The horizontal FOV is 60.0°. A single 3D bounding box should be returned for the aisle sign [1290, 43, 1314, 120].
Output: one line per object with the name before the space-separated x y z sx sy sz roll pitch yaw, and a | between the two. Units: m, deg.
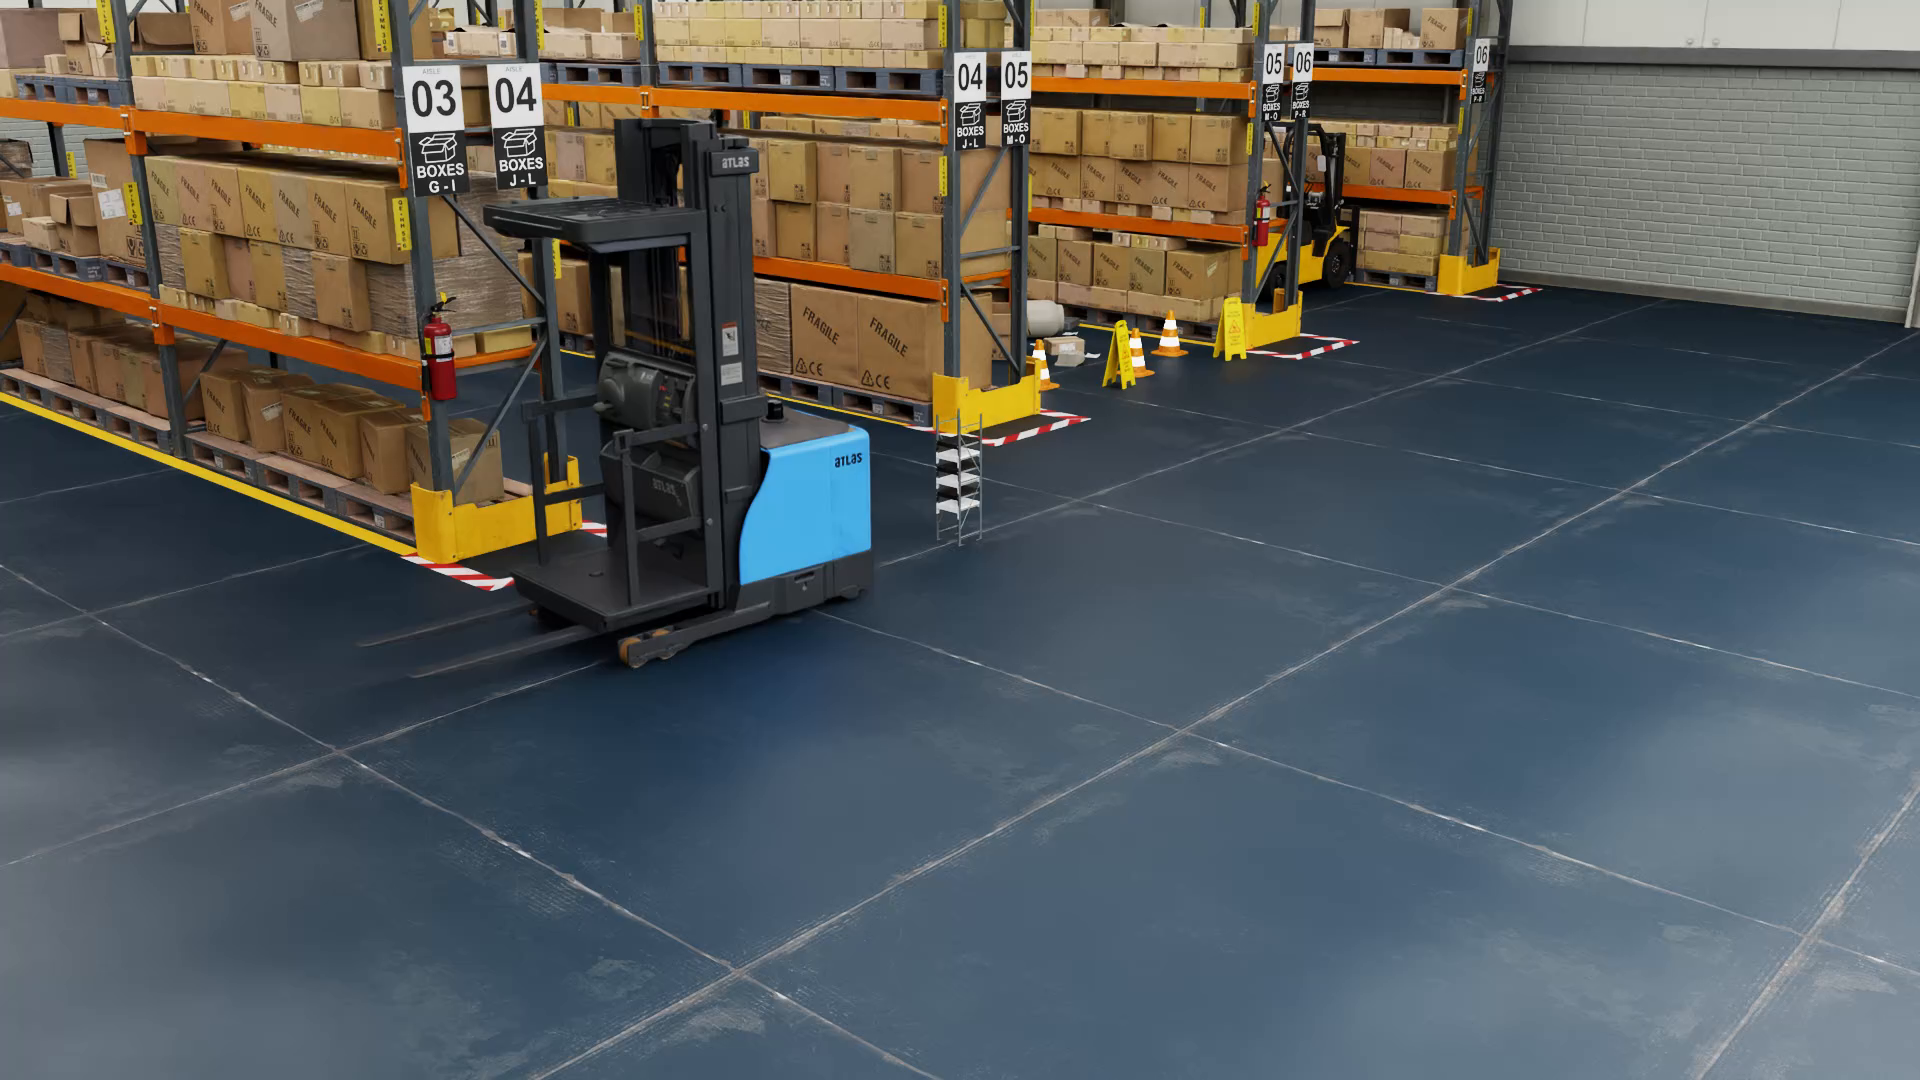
aisle sign | 3.695 -4.950 17.951 0.004 0.787 0.394 15 23 39

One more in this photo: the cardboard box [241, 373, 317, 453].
cardboard box | -5.421 -1.020 13.305 0.500 0.500 0.500 -10 20 -28

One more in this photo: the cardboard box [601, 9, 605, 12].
cardboard box | -5.833 -7.953 25.729 0.500 0.500 0.500 16 23 40

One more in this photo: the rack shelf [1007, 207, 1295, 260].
rack shelf | 1.947 -3.712 19.537 4.000 0.370 1.077 15 23 39

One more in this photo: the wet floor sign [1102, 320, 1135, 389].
wet floor sign | 1.568 -1.833 16.319 0.232 0.644 0.267 11 20 30

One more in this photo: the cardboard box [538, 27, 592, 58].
cardboard box | -4.216 -5.253 17.534 0.500 0.311 0.500 14 22 37

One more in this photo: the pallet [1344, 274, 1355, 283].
pallet | 5.226 -3.837 23.352 1.213 0.211 1.003 15 23 39

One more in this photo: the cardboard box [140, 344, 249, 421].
cardboard box | -6.572 -1.360 14.344 0.500 0.500 0.700 13 22 35

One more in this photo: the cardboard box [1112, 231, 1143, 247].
cardboard box | 1.969 -3.474 19.138 0.250 0.149 0.380 16 24 42

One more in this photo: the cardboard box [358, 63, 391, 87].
cardboard box | -3.667 -3.023 10.808 0.250 0.149 0.380 14 22 38

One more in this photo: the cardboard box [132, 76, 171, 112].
cardboard box | -5.961 -3.424 12.730 0.500 0.250 0.500 14 22 37

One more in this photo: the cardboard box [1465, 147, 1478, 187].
cardboard box | 6.548 -4.987 22.200 0.500 0.500 0.500 16 24 41

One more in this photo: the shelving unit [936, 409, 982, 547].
shelving unit | -0.006 -0.431 11.481 0.210 0.900 0.258 15 23 39

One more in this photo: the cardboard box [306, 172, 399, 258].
cardboard box | -4.089 -2.230 11.371 0.500 0.500 0.500 15 23 39

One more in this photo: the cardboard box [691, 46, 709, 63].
cardboard box | -2.332 -4.622 15.812 0.250 0.149 0.380 15 23 39

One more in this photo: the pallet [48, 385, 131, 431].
pallet | -7.627 -1.286 15.314 1.213 0.211 1.003 15 23 39

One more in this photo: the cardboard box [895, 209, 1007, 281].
cardboard box | -0.075 -2.648 14.750 0.550 0.550 0.875 15 23 39

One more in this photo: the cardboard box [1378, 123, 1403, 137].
cardboard box | 5.771 -5.455 22.113 0.250 0.149 0.380 15 23 40

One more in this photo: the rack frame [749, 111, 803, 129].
rack frame | -2.541 -5.259 23.224 0.127 3.000 1.000 15 23 39

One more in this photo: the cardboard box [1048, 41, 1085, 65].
cardboard box | 1.356 -5.601 19.098 0.500 0.250 0.500 15 23 40

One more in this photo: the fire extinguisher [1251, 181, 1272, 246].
fire extinguisher | 3.222 -3.489 17.774 0.183 0.674 0.296 15 23 39

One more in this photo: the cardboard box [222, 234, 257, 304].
cardboard box | -5.040 -2.113 12.654 0.500 0.500 0.875 15 23 39

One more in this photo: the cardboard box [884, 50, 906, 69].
cardboard box | -0.429 -4.111 14.204 0.250 0.149 0.380 15 23 40

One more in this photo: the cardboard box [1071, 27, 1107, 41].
cardboard box | 1.480 -5.760 18.940 0.250 0.149 0.380 15 23 38

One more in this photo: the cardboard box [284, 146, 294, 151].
cardboard box | -8.351 -4.996 21.133 0.250 0.149 0.380 15 23 40

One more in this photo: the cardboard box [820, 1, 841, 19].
cardboard box | -1.003 -4.645 14.569 0.250 0.149 0.380 15 23 39

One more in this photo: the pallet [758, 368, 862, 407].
pallet | -1.326 -1.571 16.214 1.213 0.211 1.003 15 23 39

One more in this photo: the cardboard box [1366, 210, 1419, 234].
cardboard box | 5.797 -4.266 22.293 0.500 0.250 0.500 16 23 40

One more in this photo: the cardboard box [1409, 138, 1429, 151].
cardboard box | 6.078 -5.184 21.751 0.250 0.149 0.380 16 23 40

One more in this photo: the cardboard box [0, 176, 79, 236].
cardboard box | -8.689 -3.165 15.768 0.500 0.500 0.500 12 21 33

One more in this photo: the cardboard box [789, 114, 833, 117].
cardboard box | -2.017 -5.620 23.011 0.500 0.500 0.500 14 22 38

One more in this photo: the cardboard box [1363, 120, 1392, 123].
cardboard box | 5.725 -5.676 22.809 0.250 0.149 0.380 14 23 38

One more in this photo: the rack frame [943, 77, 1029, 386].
rack frame | 0.232 -2.513 14.570 0.127 3.000 1.000 15 23 39

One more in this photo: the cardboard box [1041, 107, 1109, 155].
cardboard box | 1.361 -4.770 19.374 0.500 0.500 0.700 14 23 38

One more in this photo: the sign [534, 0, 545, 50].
sign | -2.775 -3.380 10.899 0.005 0.325 0.100 15 23 39

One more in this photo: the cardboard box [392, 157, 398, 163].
cardboard box | -6.422 -4.478 19.499 0.250 0.149 0.380 14 22 37

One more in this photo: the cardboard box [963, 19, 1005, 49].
cardboard box | 0.042 -4.415 14.504 0.500 0.250 0.500 15 23 39

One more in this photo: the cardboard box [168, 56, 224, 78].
cardboard box | -5.655 -3.530 12.405 0.250 0.149 0.380 15 23 40

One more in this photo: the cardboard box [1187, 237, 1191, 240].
cardboard box | 3.345 -4.750 24.852 0.625 0.625 0.875 16 24 42

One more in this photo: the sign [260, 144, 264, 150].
sign | -9.097 -5.210 21.639 0.005 0.325 0.100 15 23 39

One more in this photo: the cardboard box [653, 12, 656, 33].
cardboard box | -4.052 -7.225 23.600 0.500 0.500 0.500 15 23 40

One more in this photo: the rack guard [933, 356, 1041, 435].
rack guard | 0.250 -1.316 14.933 0.348 0.500 1.175 15 23 39

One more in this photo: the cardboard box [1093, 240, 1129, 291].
cardboard box | 1.905 -3.209 19.375 0.500 0.500 0.500 14 23 38

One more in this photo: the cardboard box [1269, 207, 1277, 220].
cardboard box | 3.326 -3.648 18.563 0.250 0.149 0.380 15 23 39

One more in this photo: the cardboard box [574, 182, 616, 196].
cardboard box | -3.705 -3.509 17.545 0.500 0.500 0.500 15 23 39

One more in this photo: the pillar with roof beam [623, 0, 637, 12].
pillar with roof beam | -9.509 -10.620 30.198 0.400 9.000 9.100 15 23 39

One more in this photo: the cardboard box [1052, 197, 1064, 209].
cardboard box | 1.298 -4.011 19.707 0.250 0.149 0.380 15 23 39

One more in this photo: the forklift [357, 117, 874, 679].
forklift | -1.963 -0.856 9.464 3.031 2.935 1.130 -16 23 -41

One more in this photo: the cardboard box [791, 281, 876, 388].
cardboard box | -0.978 -1.997 15.765 0.875 0.875 0.875 15 23 38

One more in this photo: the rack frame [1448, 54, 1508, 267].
rack frame | 6.734 -4.777 21.704 0.127 3.000 1.000 15 23 39

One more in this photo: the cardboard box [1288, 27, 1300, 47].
cardboard box | 4.651 -6.827 22.567 0.258 0.266 0.396 14 23 38

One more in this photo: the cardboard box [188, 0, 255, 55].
cardboard box | -5.621 -4.039 12.936 0.500 0.500 0.500 14 22 38

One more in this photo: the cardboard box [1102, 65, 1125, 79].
cardboard box | 1.812 -5.269 18.713 0.250 0.149 0.380 15 23 39

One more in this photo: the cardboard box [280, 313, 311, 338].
cardboard box | -4.677 -1.579 12.043 0.250 0.149 0.380 15 23 39

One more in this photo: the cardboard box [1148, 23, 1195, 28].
cardboard box | 3.040 -7.305 24.000 0.500 0.311 0.500 14 22 38
